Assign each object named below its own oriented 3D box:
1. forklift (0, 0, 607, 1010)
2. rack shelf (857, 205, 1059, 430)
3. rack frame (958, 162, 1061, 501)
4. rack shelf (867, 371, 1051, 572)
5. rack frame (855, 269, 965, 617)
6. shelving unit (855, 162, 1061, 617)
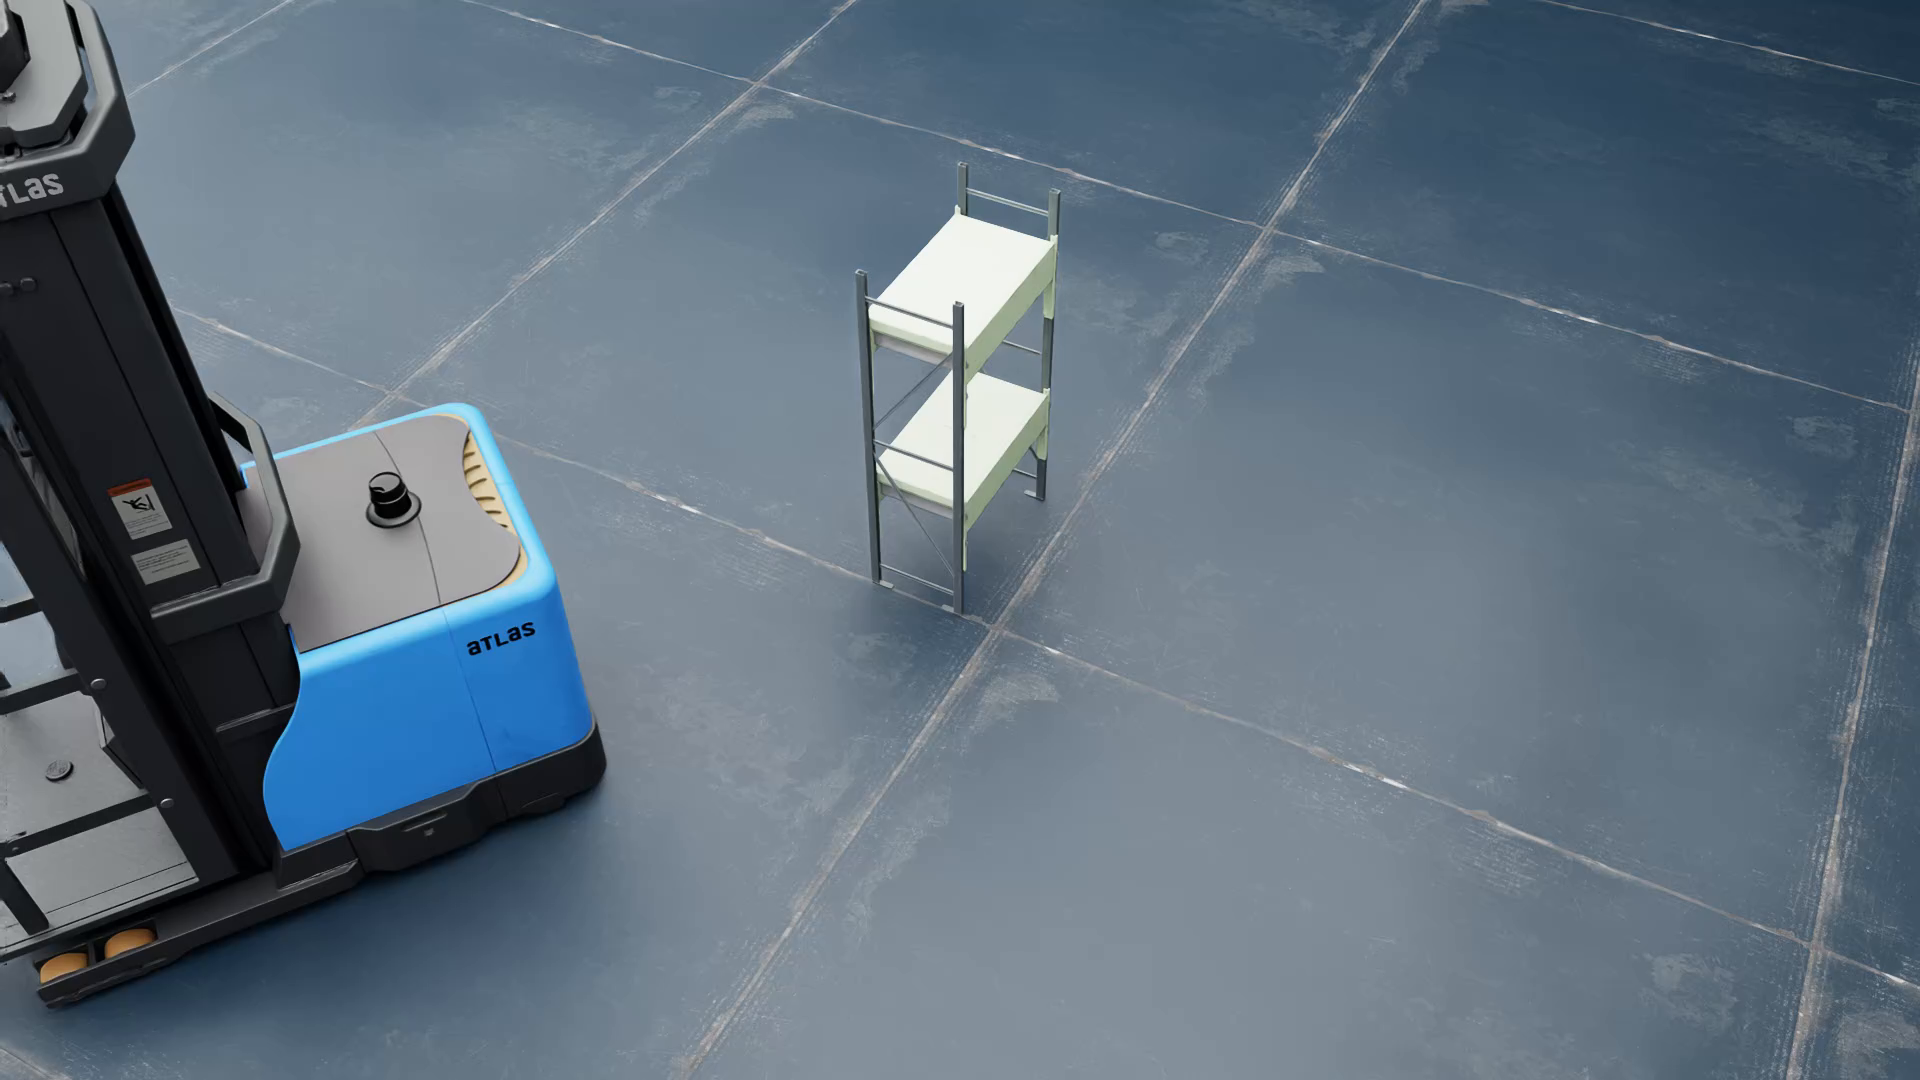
[{"bbox_3d":[-2.798,0.007,4.682,3.031,2.935,1.130,-20,49,-18],"label":"forklift"},{"bbox_3d":[0.003,-0.806,5.943,0.431,0.370,0.720,20,49,19],"label":"rack shelf"},{"bbox_3d":[0.173,-0.762,6.449,0.400,1.500,0.023,20,49,19],"label":"rack frame"},{"bbox_3d":[0.003,-0.302,6.453,0.431,0.370,0.720,20,49,19],"label":"rack shelf"},{"bbox_3d":[-0.167,-0.301,5.993,0.400,1.500,0.023,20,49,19],"label":"rack frame"},{"bbox_3d":[0.003,-0.531,6.221,0.431,1.500,0.755,20,49,19],"label":"shelving unit"}]
